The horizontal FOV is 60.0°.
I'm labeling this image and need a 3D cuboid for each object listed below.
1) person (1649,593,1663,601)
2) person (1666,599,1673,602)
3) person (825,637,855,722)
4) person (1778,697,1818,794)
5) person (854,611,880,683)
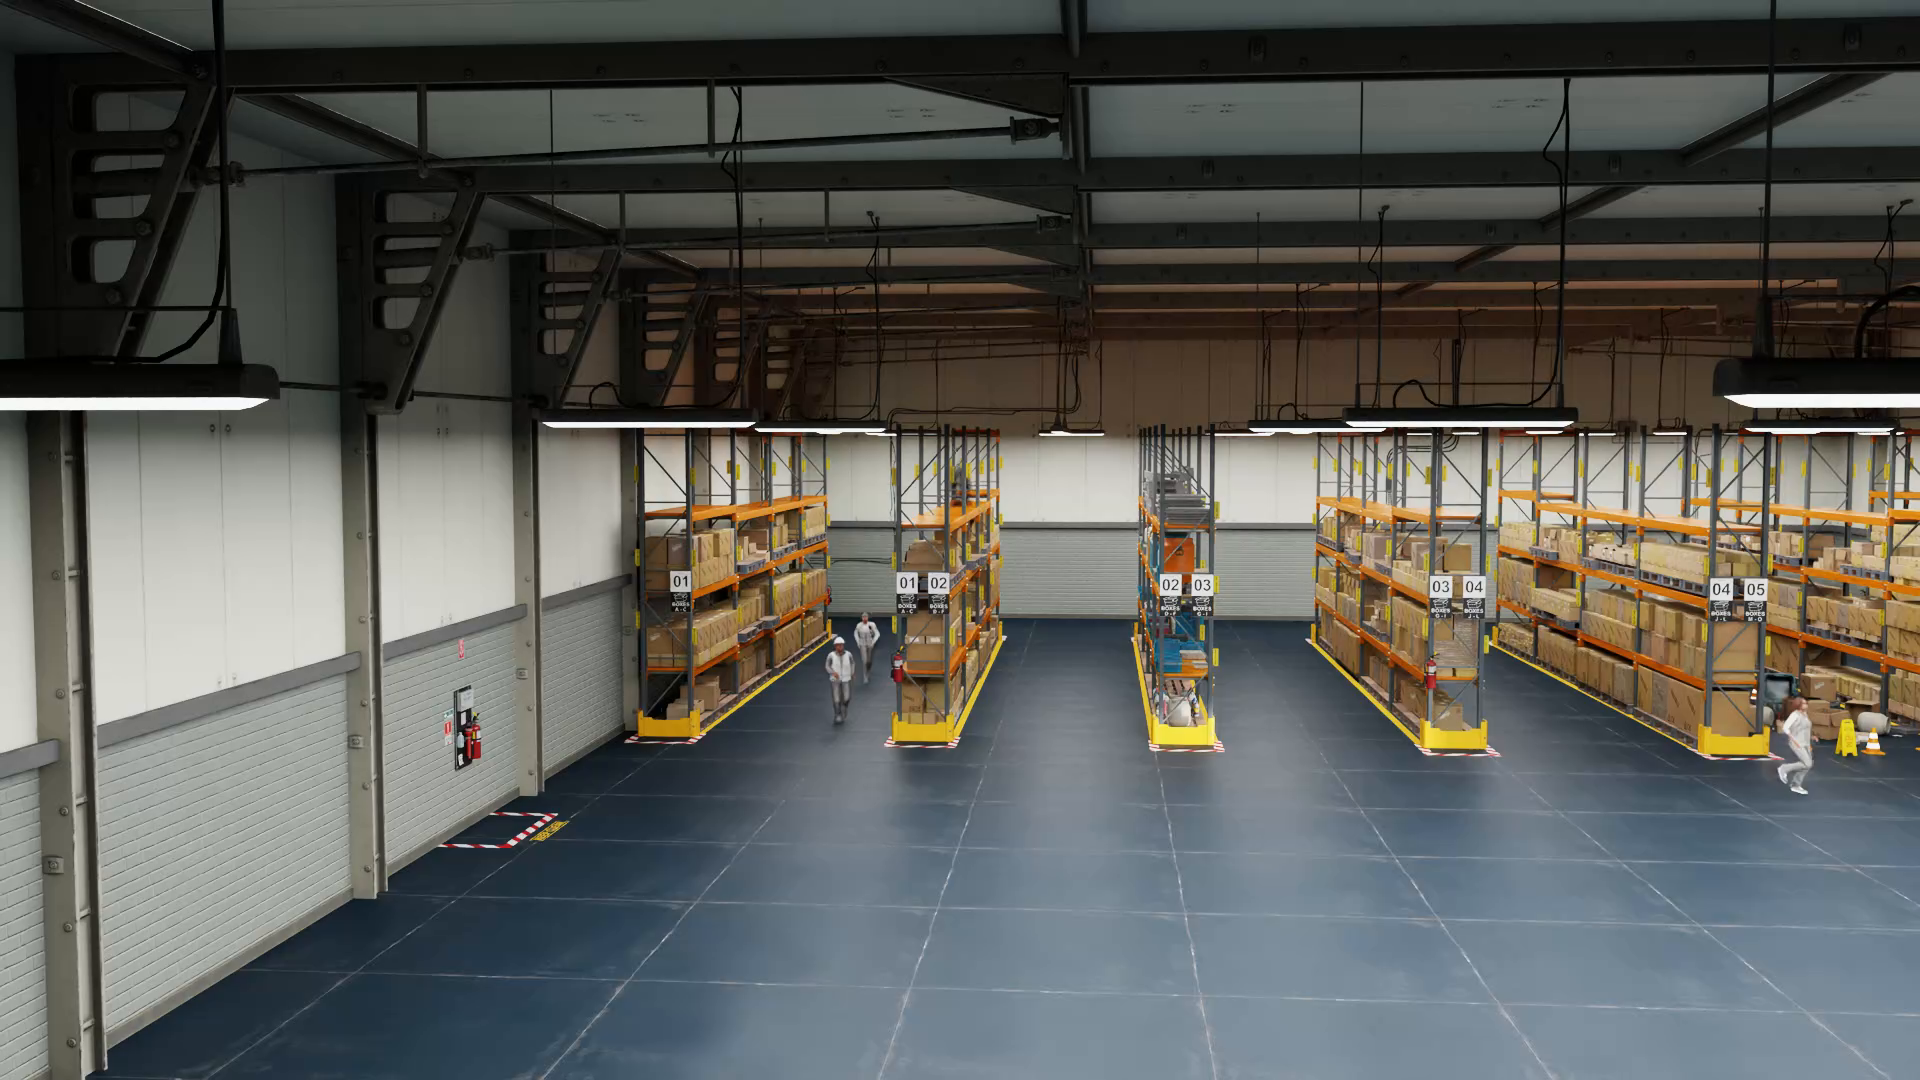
[{"bbox_3d":[19.609,1.990,46.957,0.728,1.800,0.671,0,3,-3],"label":"person"},{"bbox_3d":[17.400,2.342,40.816,0.671,1.783,0.884,0,3,-1],"label":"person"},{"bbox_3d":[-2.394,2.817,33.473,0.640,1.726,0.662,-1,4,-12],"label":"person"},{"bbox_3d":[13.567,3.316,26.904,0.539,1.560,0.548,-3,4,-38],"label":"person"},{"bbox_3d":[-2.196,2.508,39.273,0.616,1.703,0.695,0,3,0],"label":"person"}]
